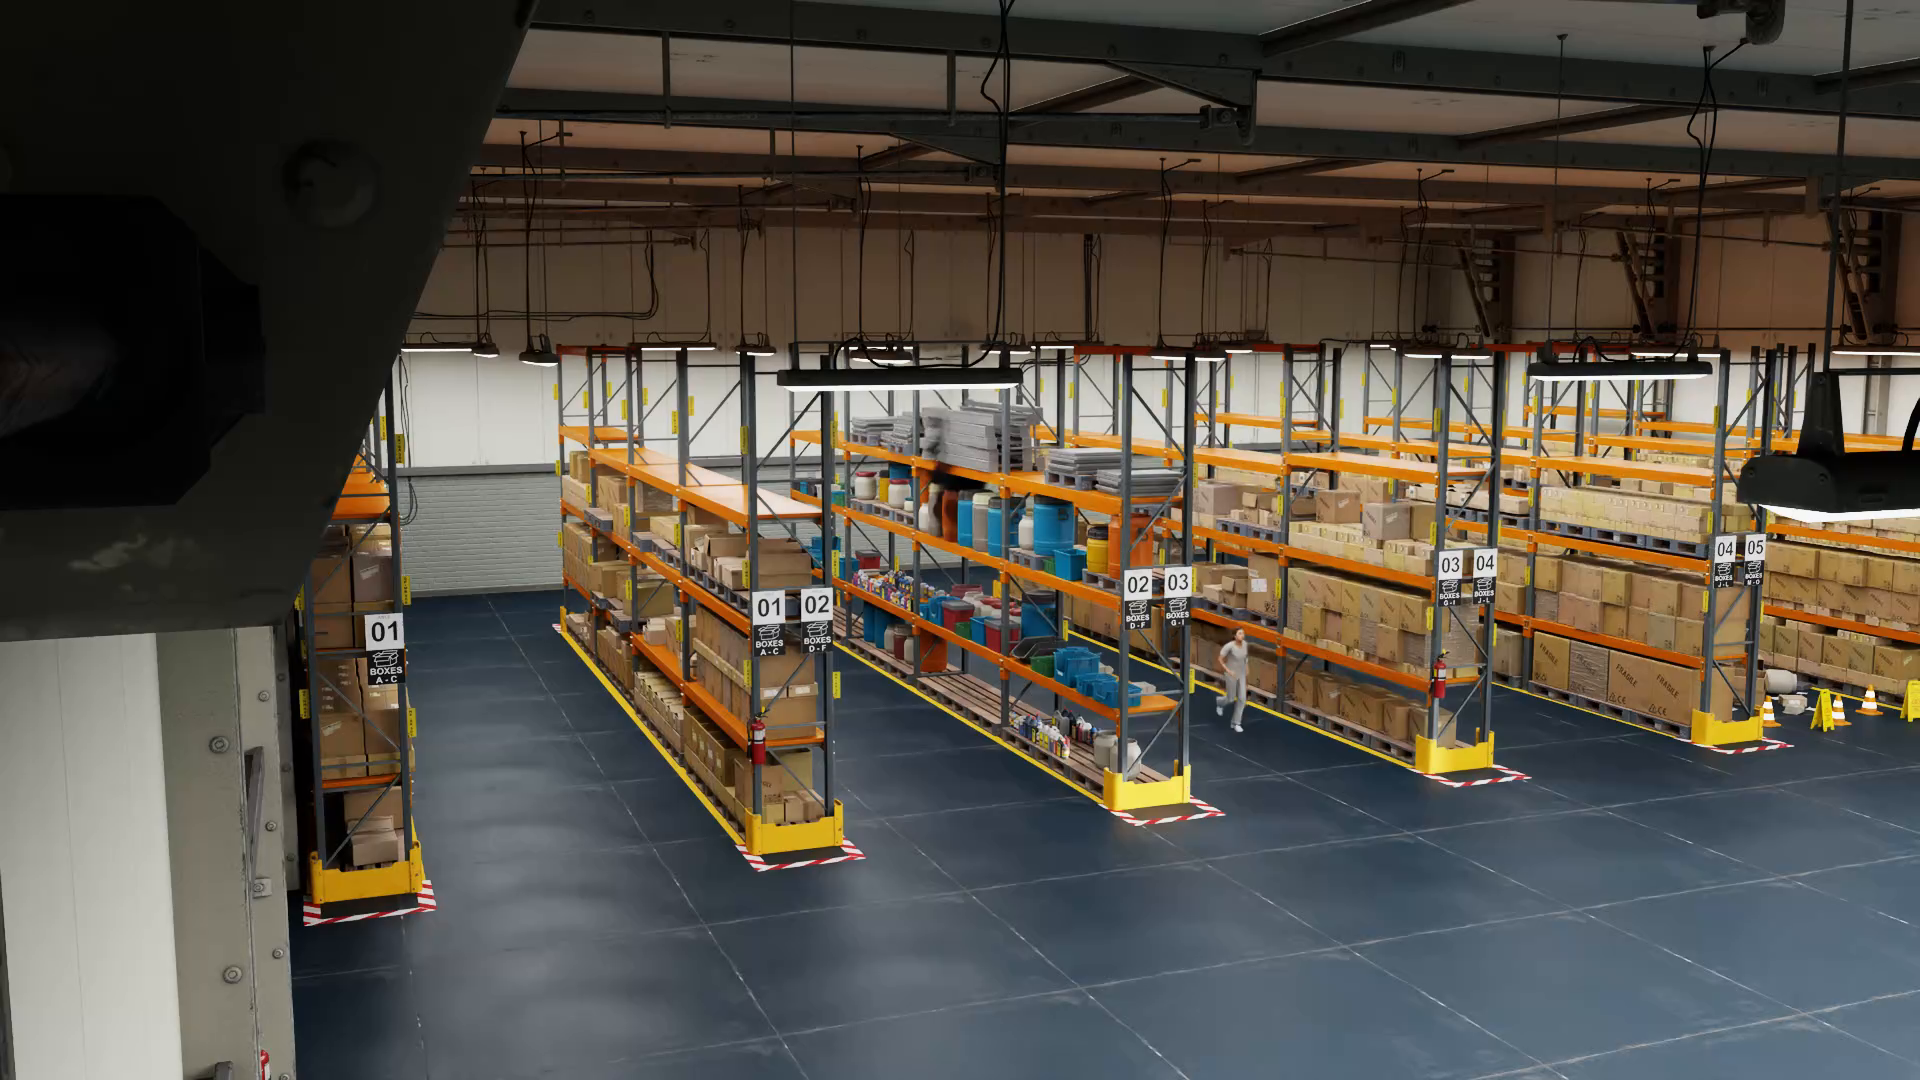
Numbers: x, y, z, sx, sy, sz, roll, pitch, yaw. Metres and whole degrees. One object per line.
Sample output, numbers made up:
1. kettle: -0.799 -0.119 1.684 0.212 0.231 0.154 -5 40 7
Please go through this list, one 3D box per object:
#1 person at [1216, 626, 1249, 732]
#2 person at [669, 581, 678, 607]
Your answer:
1. person: 4.362 2.173 26.482 0.589 1.651 0.796 -3 8 -24
2. person: -6.410 0.977 35.883 0.631 1.655 0.612 3 8 23
